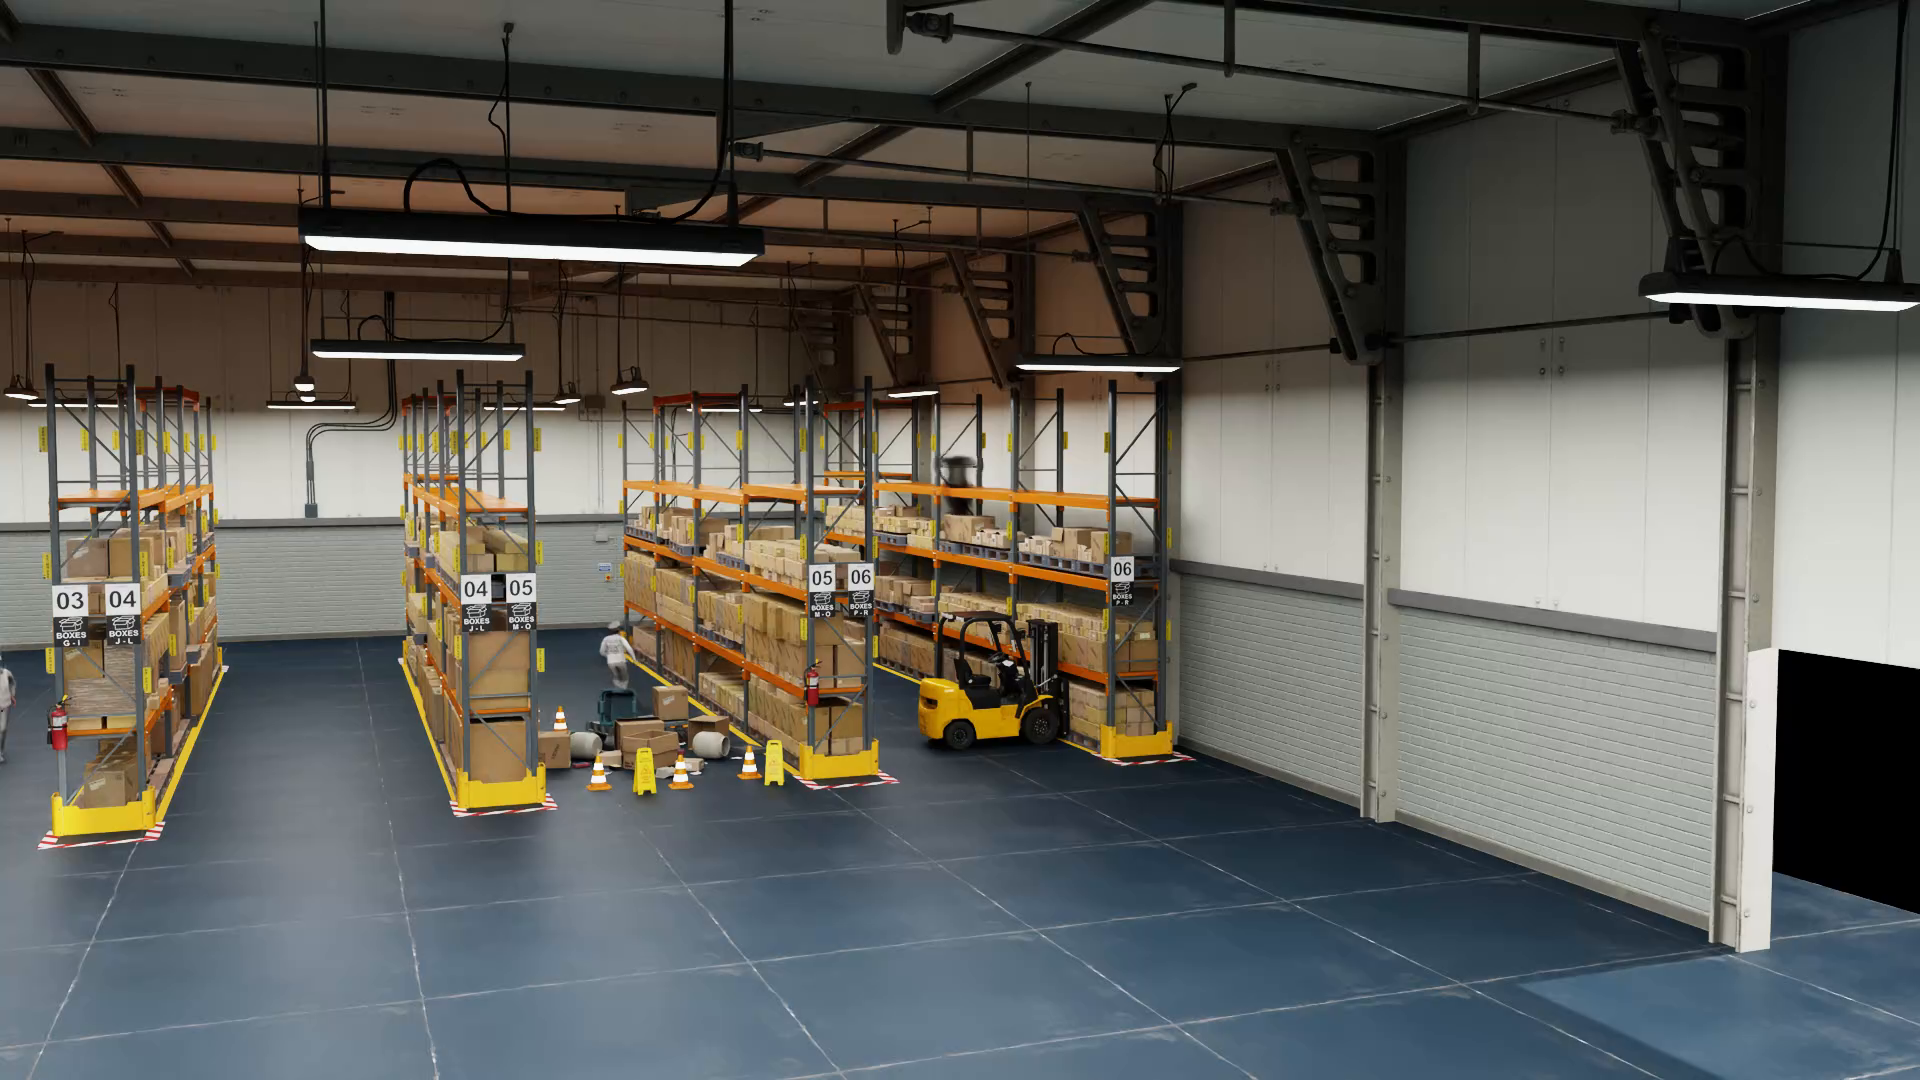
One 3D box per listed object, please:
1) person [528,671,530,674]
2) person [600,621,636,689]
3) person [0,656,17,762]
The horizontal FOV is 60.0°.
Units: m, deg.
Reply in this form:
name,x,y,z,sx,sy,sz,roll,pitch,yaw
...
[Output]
name,x,y,z,sx,sy,sz,roll,pitch,yaw
person,-9.466,2.161,35.742,0.687,1.533,1.161,0,3,4
person,-6.535,2.367,31.834,0.632,1.606,0.488,0,3,-2
person,-15.237,2.582,26.224,0.658,1.666,0.774,-2,4,-36
